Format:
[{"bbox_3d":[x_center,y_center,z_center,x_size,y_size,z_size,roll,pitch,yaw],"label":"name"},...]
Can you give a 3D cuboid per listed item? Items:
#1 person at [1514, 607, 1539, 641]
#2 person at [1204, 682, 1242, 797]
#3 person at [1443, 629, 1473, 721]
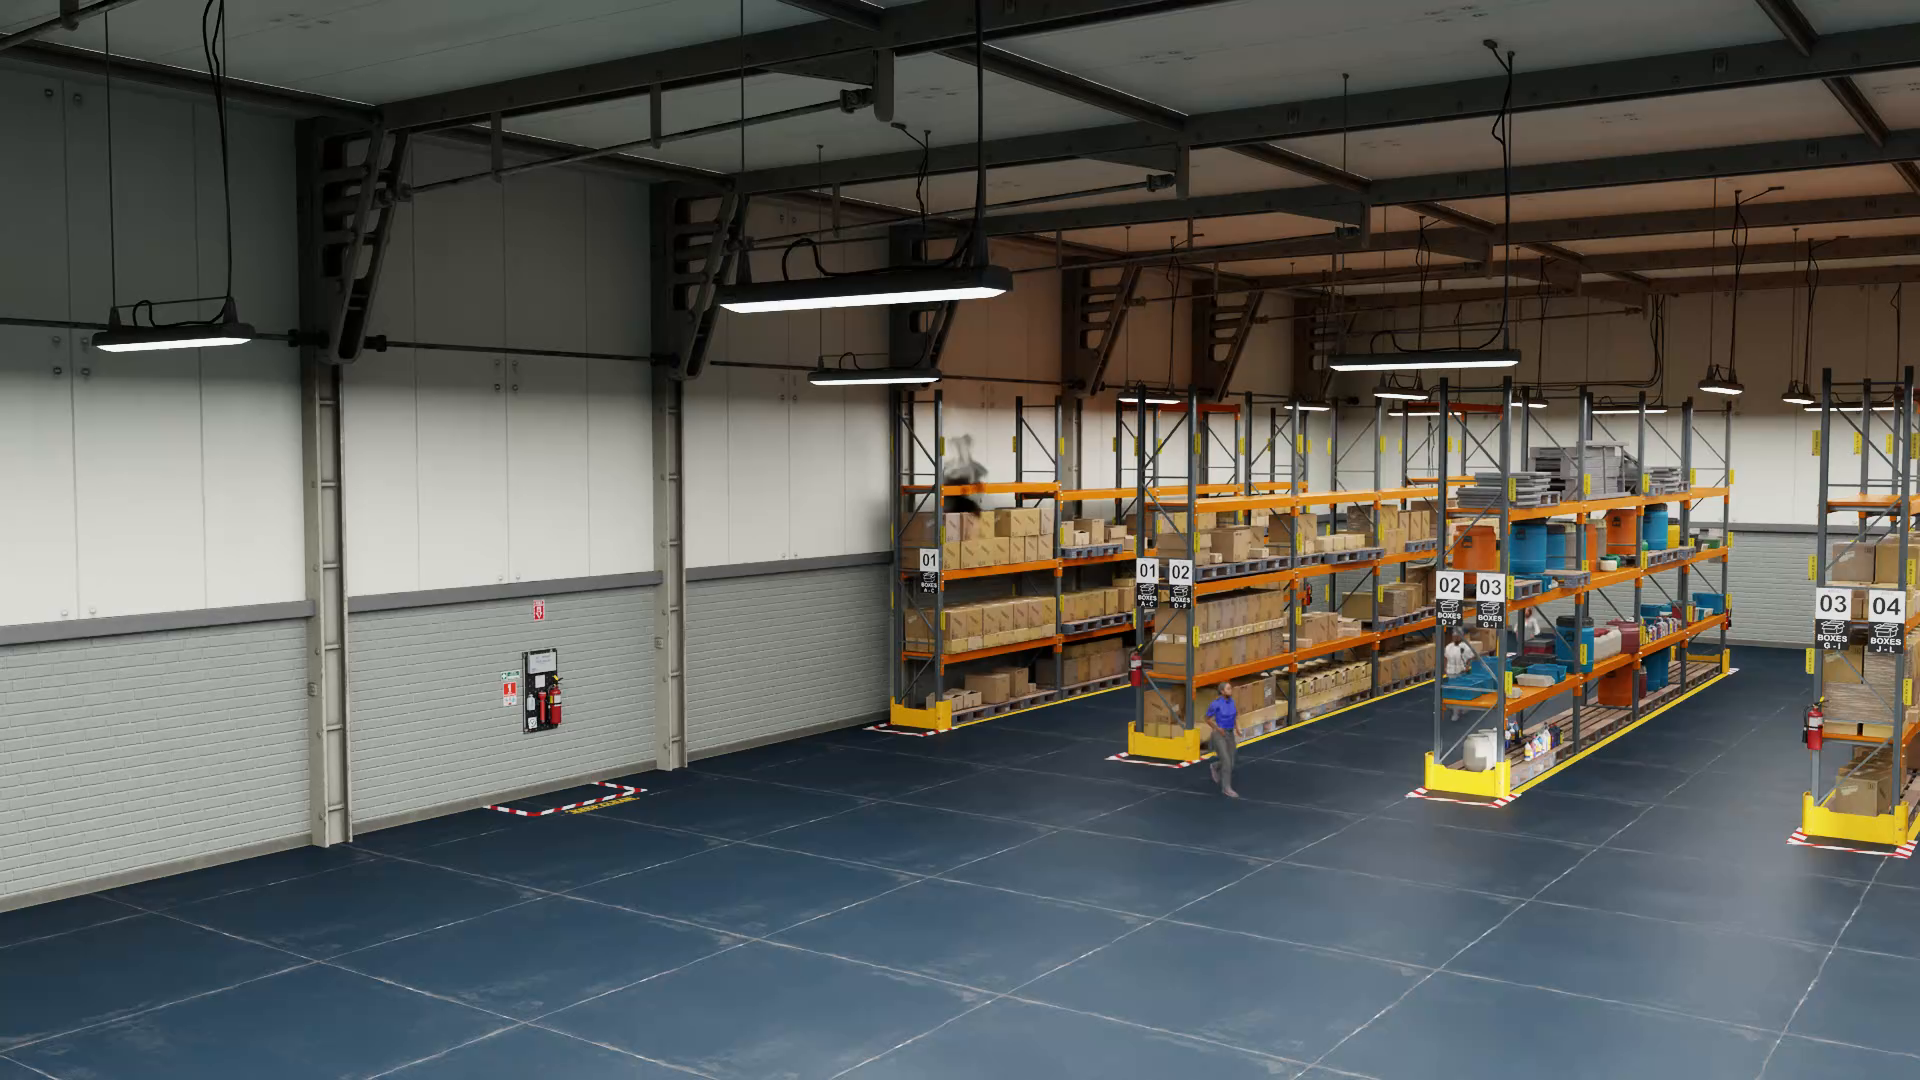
[{"bbox_3d":[12.214,2.207,35.880,0.537,1.549,0.594,2,4,26],"label":"person"},{"bbox_3d":[3.762,2.854,23.998,0.578,1.637,0.645,-2,4,-34],"label":"person"},{"bbox_3d":[9.125,2.455,30.547,0.586,1.676,0.562,2,4,29],"label":"person"}]
